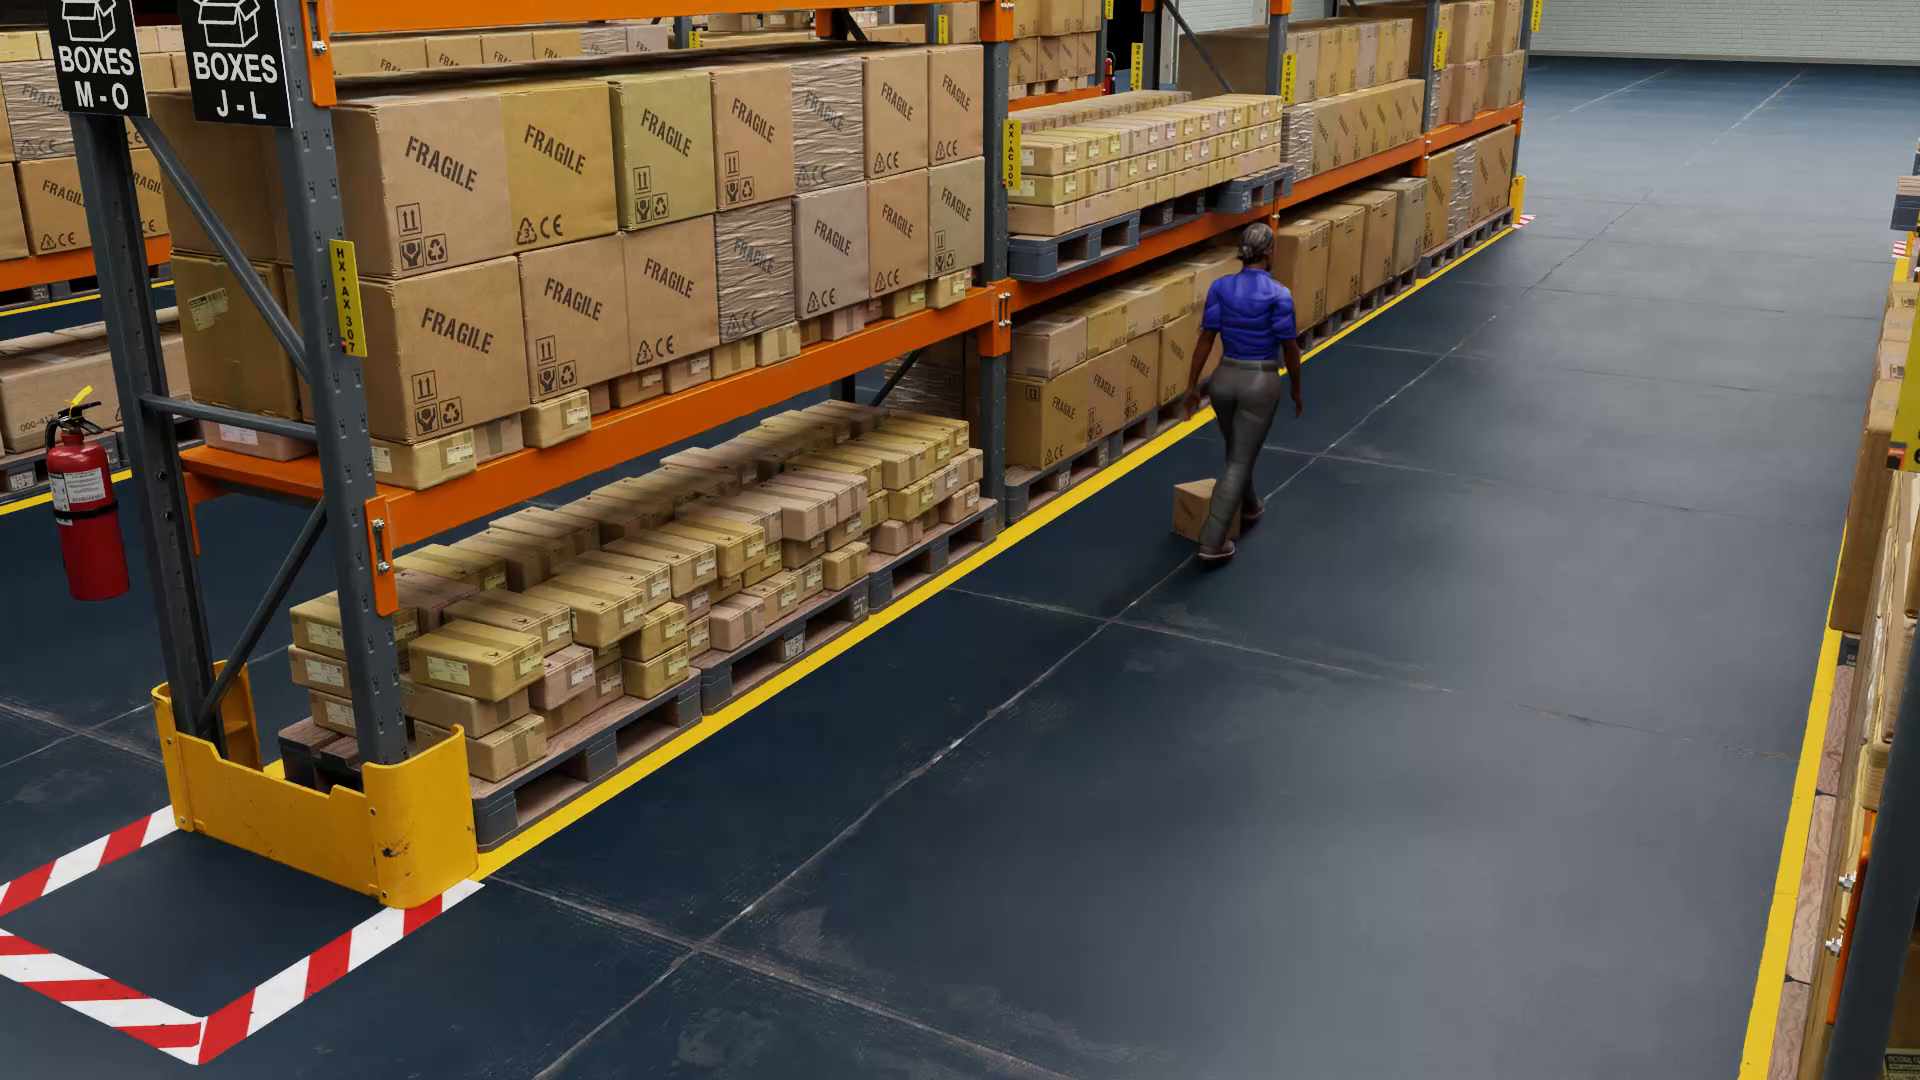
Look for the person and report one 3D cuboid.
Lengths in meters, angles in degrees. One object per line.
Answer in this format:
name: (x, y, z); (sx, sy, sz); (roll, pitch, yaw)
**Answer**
person: (1.440, -0.766, 8.205); (0.510, 1.603, 0.952); (14, 24, 35)
